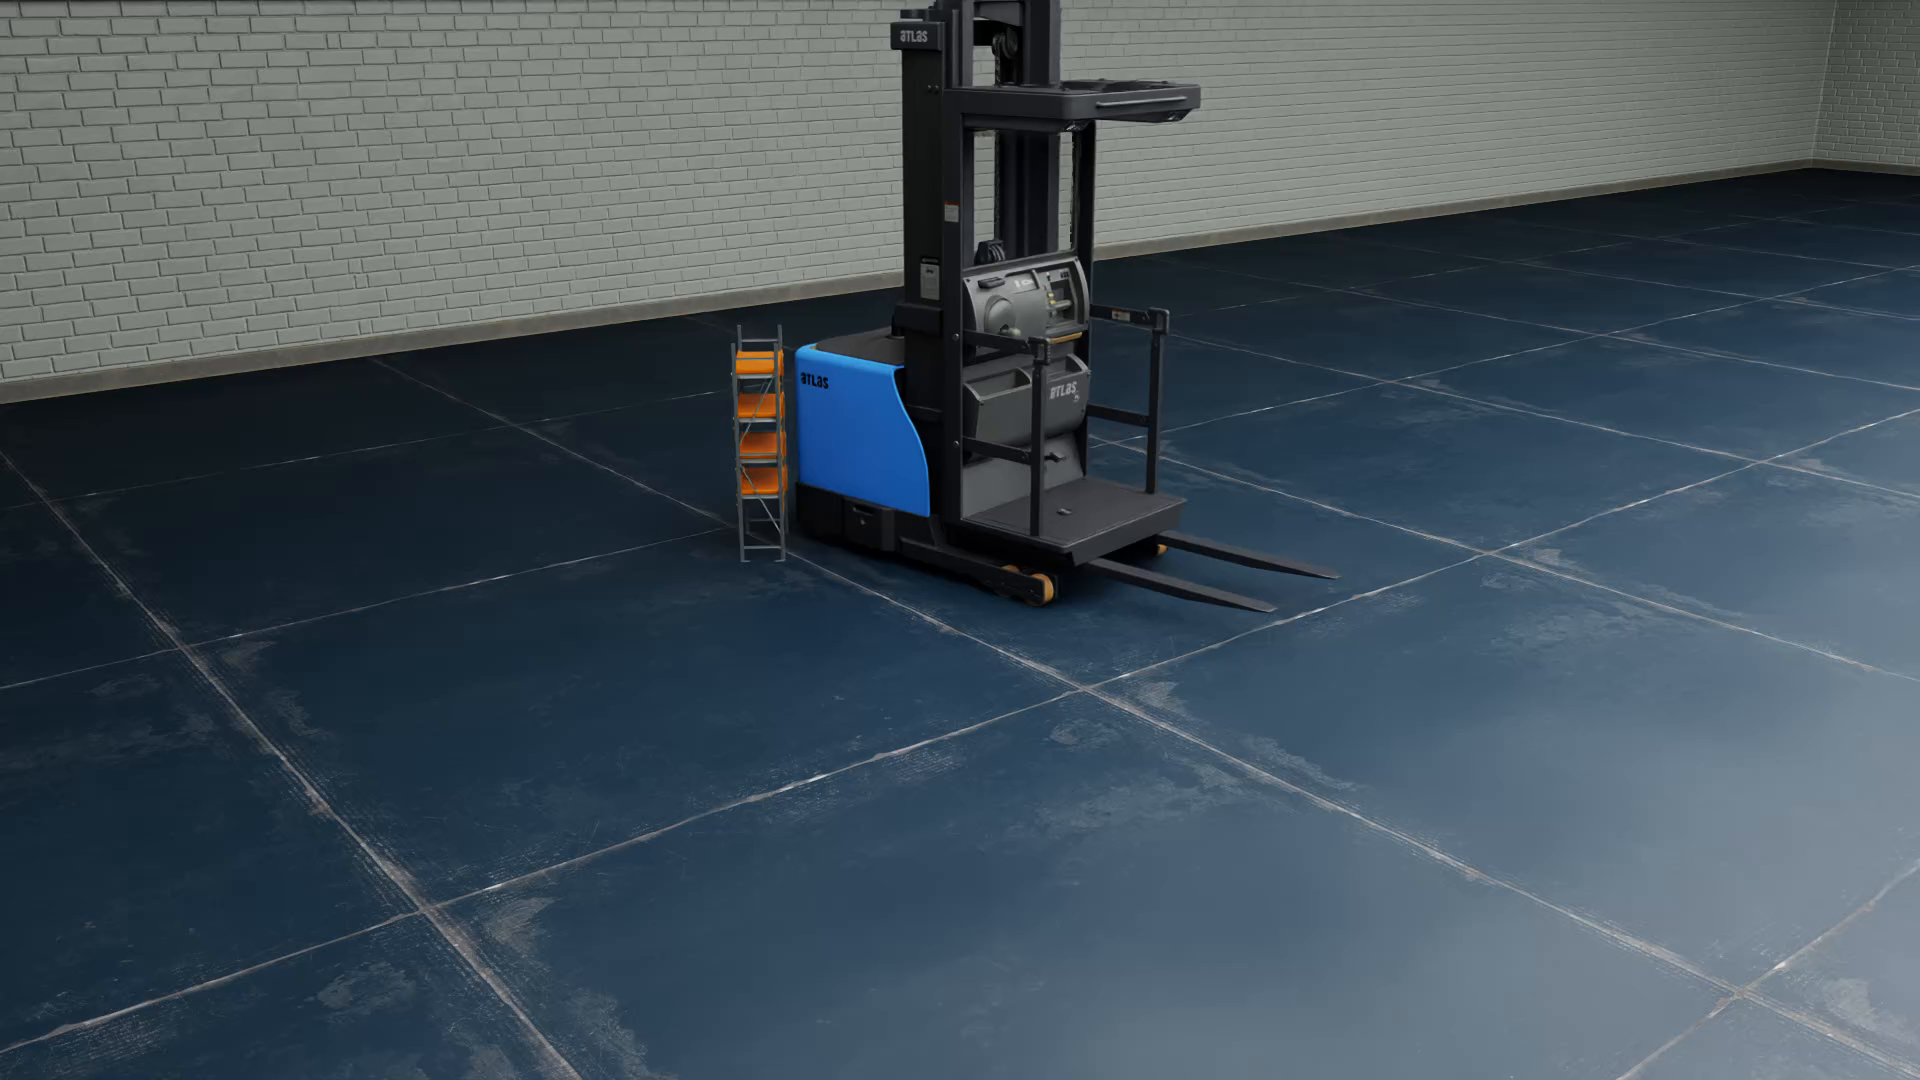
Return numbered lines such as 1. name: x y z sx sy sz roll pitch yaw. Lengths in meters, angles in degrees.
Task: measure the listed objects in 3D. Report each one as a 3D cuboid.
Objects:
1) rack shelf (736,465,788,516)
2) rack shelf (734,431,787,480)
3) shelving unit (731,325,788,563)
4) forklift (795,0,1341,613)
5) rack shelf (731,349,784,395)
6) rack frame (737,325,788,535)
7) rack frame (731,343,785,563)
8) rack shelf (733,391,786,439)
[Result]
1. rack shelf: -1.083 -0.276 9.134 0.258 0.148 0.480 -1 18 -3
2. rack shelf: -1.083 -0.465 9.072 0.258 0.148 0.480 -1 18 -3
3. shelving unit: -1.083 -0.529 9.051 0.258 1.200 0.503 -1 18 -3
4. forklift: 0.510 -1.242 8.450 3.031 2.935 1.130 16 24 39
5. rack shelf: -1.083 -0.902 8.927 0.258 0.148 0.480 -1 18 -3
6. rack frame: -1.098 -0.605 9.282 0.240 1.200 0.015 -1 18 -3
7. rack frame: -1.068 -0.452 8.820 0.240 1.200 0.015 -1 18 -3
8. rack shelf: -1.083 -0.677 9.002 0.258 0.148 0.480 -1 18 -3
